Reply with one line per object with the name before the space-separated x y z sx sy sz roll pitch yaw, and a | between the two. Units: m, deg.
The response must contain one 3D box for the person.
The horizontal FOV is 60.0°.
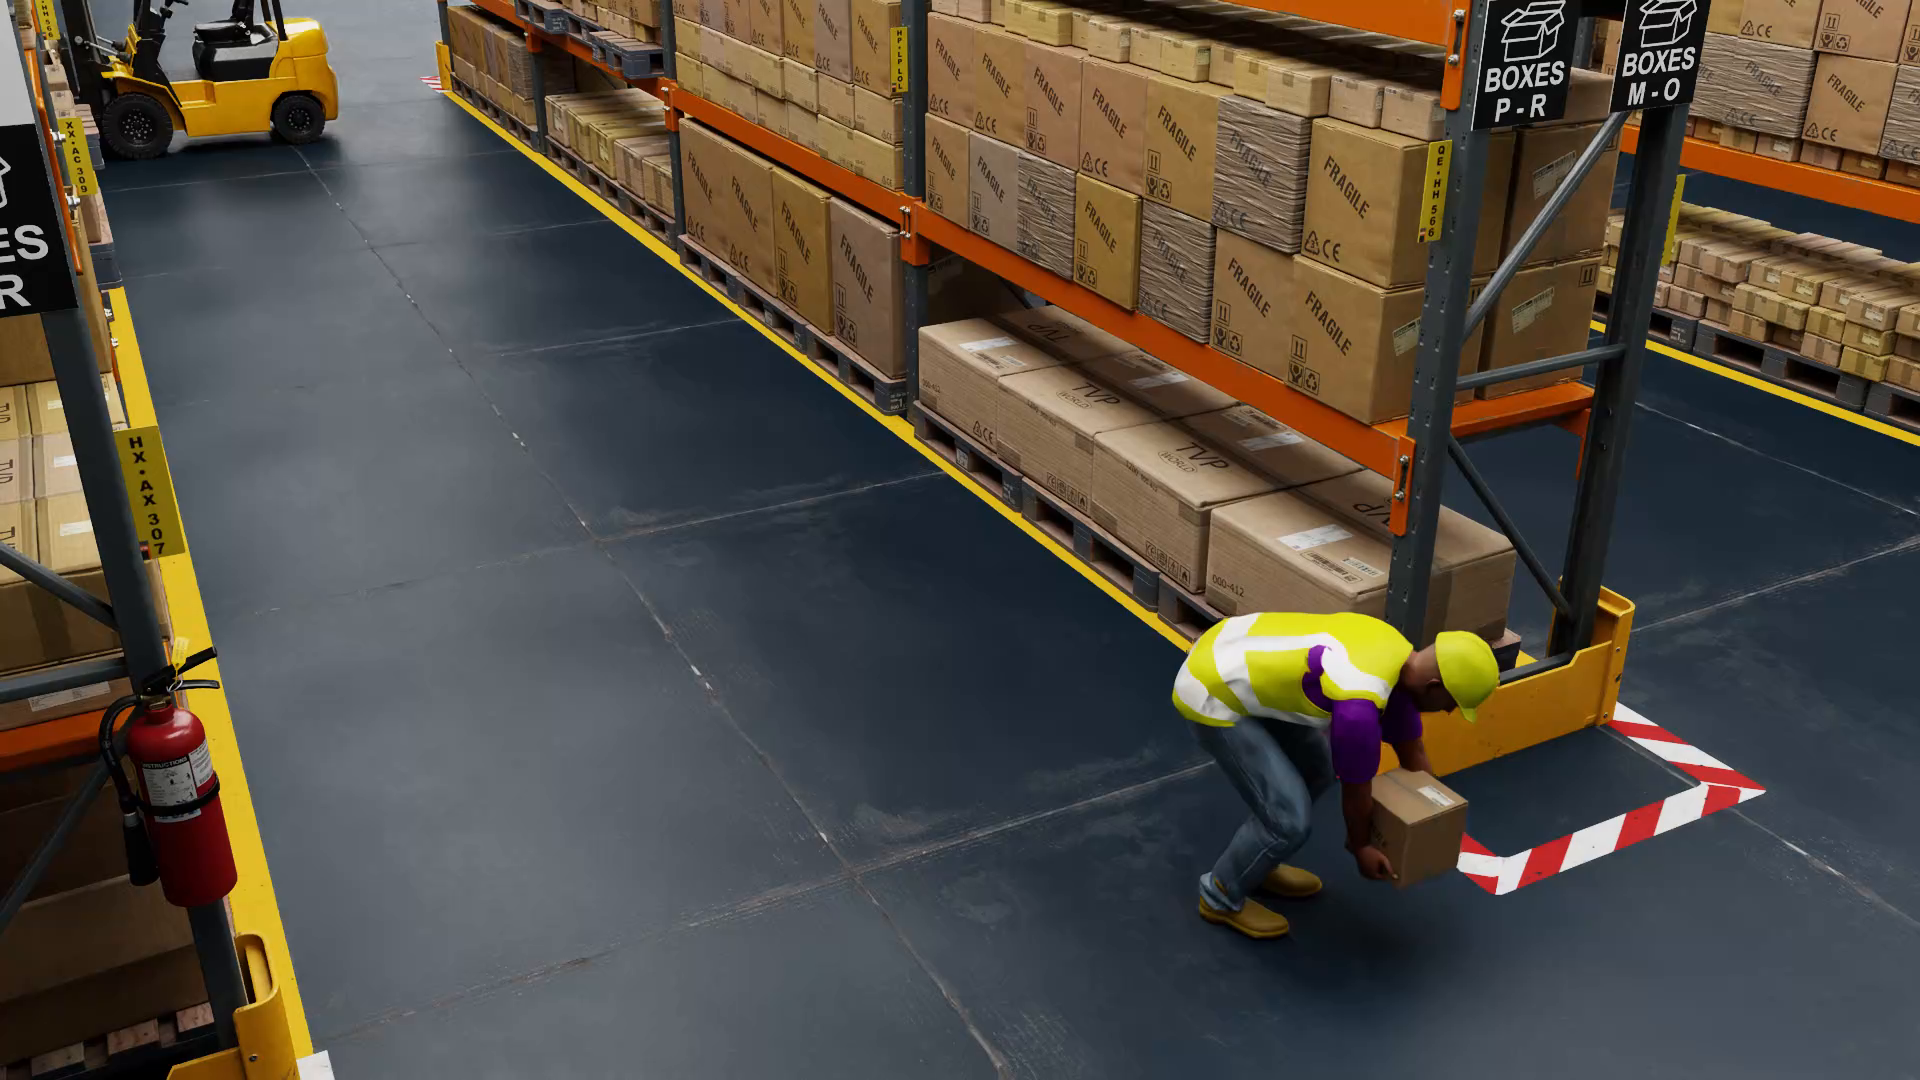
person | 1.153 0.726 5.286 0.963 1.133 0.502 10 27 20
